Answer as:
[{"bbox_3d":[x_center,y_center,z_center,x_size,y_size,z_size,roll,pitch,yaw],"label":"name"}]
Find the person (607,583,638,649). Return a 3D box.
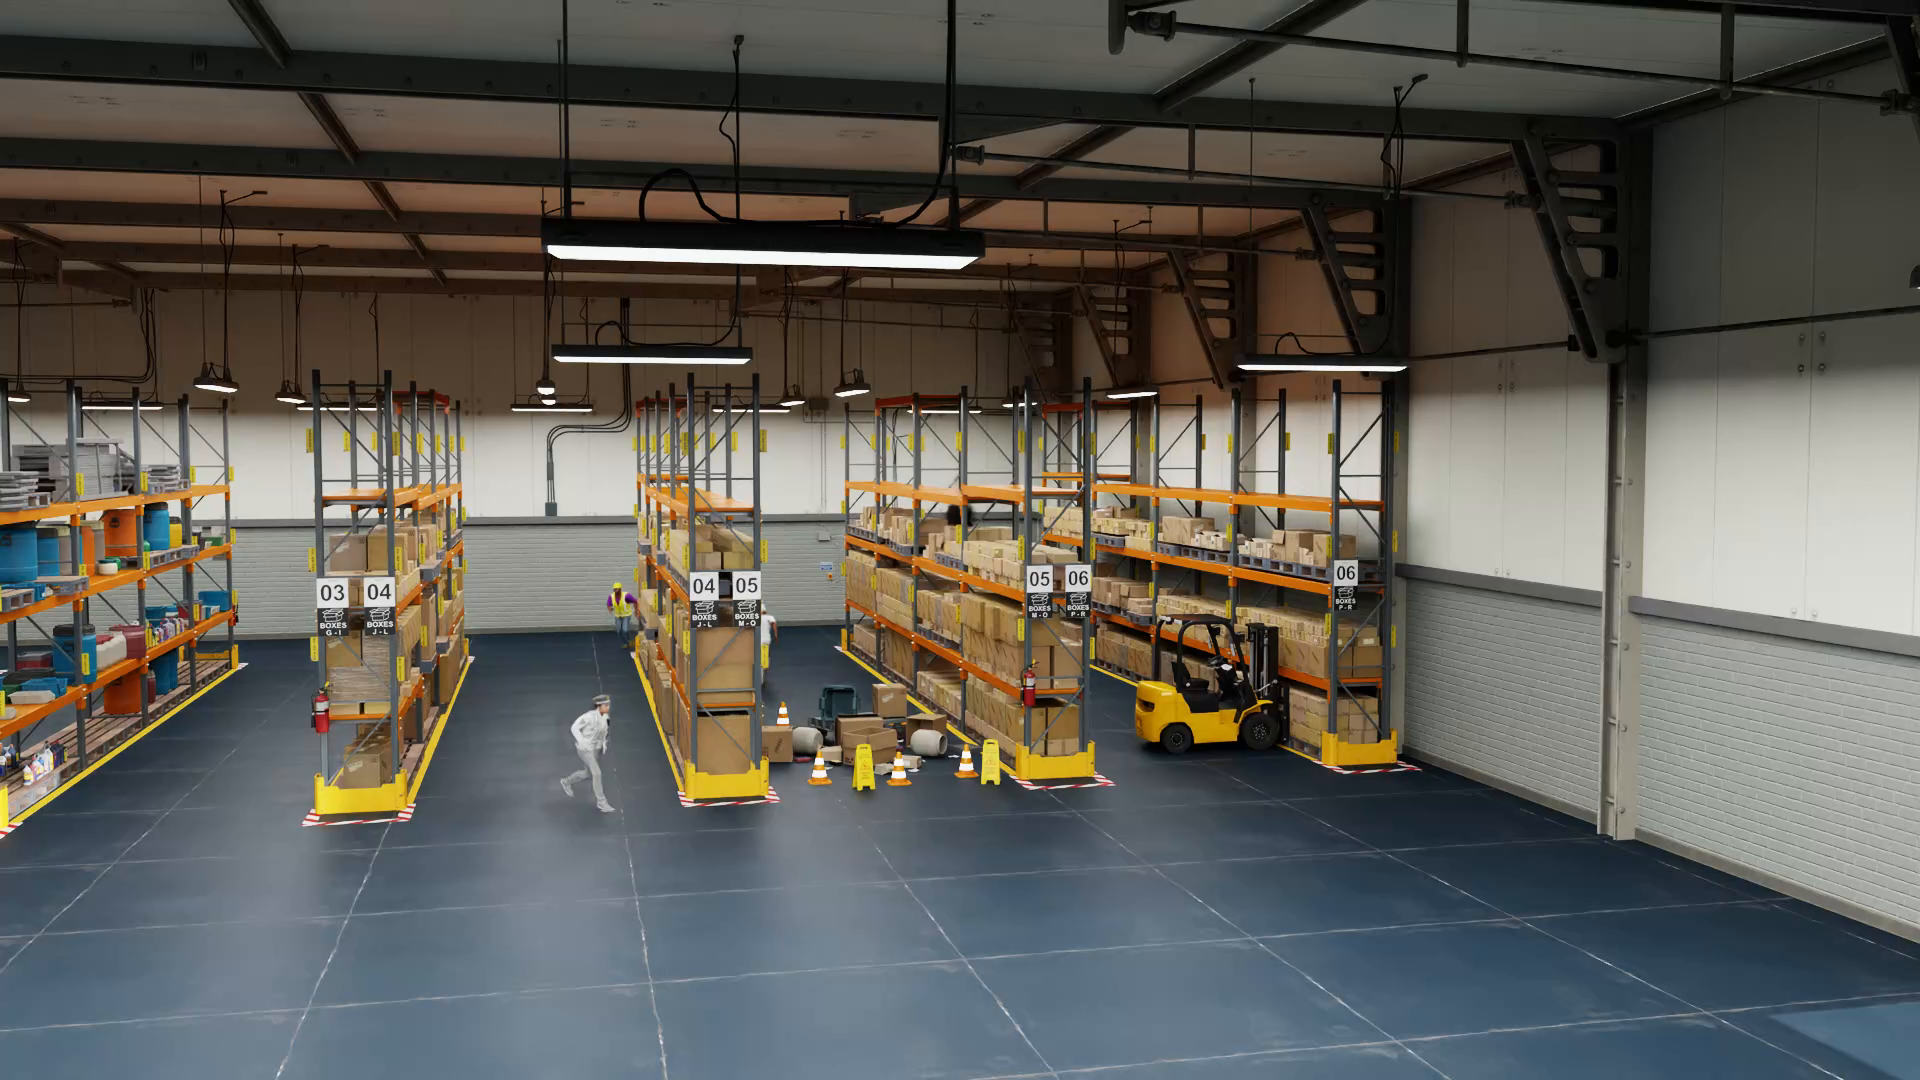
[{"bbox_3d":[-8.200,1.853,40.326,0.727,1.661,0.800,1,3,13],"label":"person"}]

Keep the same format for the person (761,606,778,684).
[{"bbox_3d":[-4.132,2.190,34.581,0.728,1.586,1.085,0,3,0],"label":"person"}]

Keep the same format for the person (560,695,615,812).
[{"bbox_3d":[-5.148,2.906,22.800,0.919,1.636,0.638,2,4,34],"label":"person"}]
